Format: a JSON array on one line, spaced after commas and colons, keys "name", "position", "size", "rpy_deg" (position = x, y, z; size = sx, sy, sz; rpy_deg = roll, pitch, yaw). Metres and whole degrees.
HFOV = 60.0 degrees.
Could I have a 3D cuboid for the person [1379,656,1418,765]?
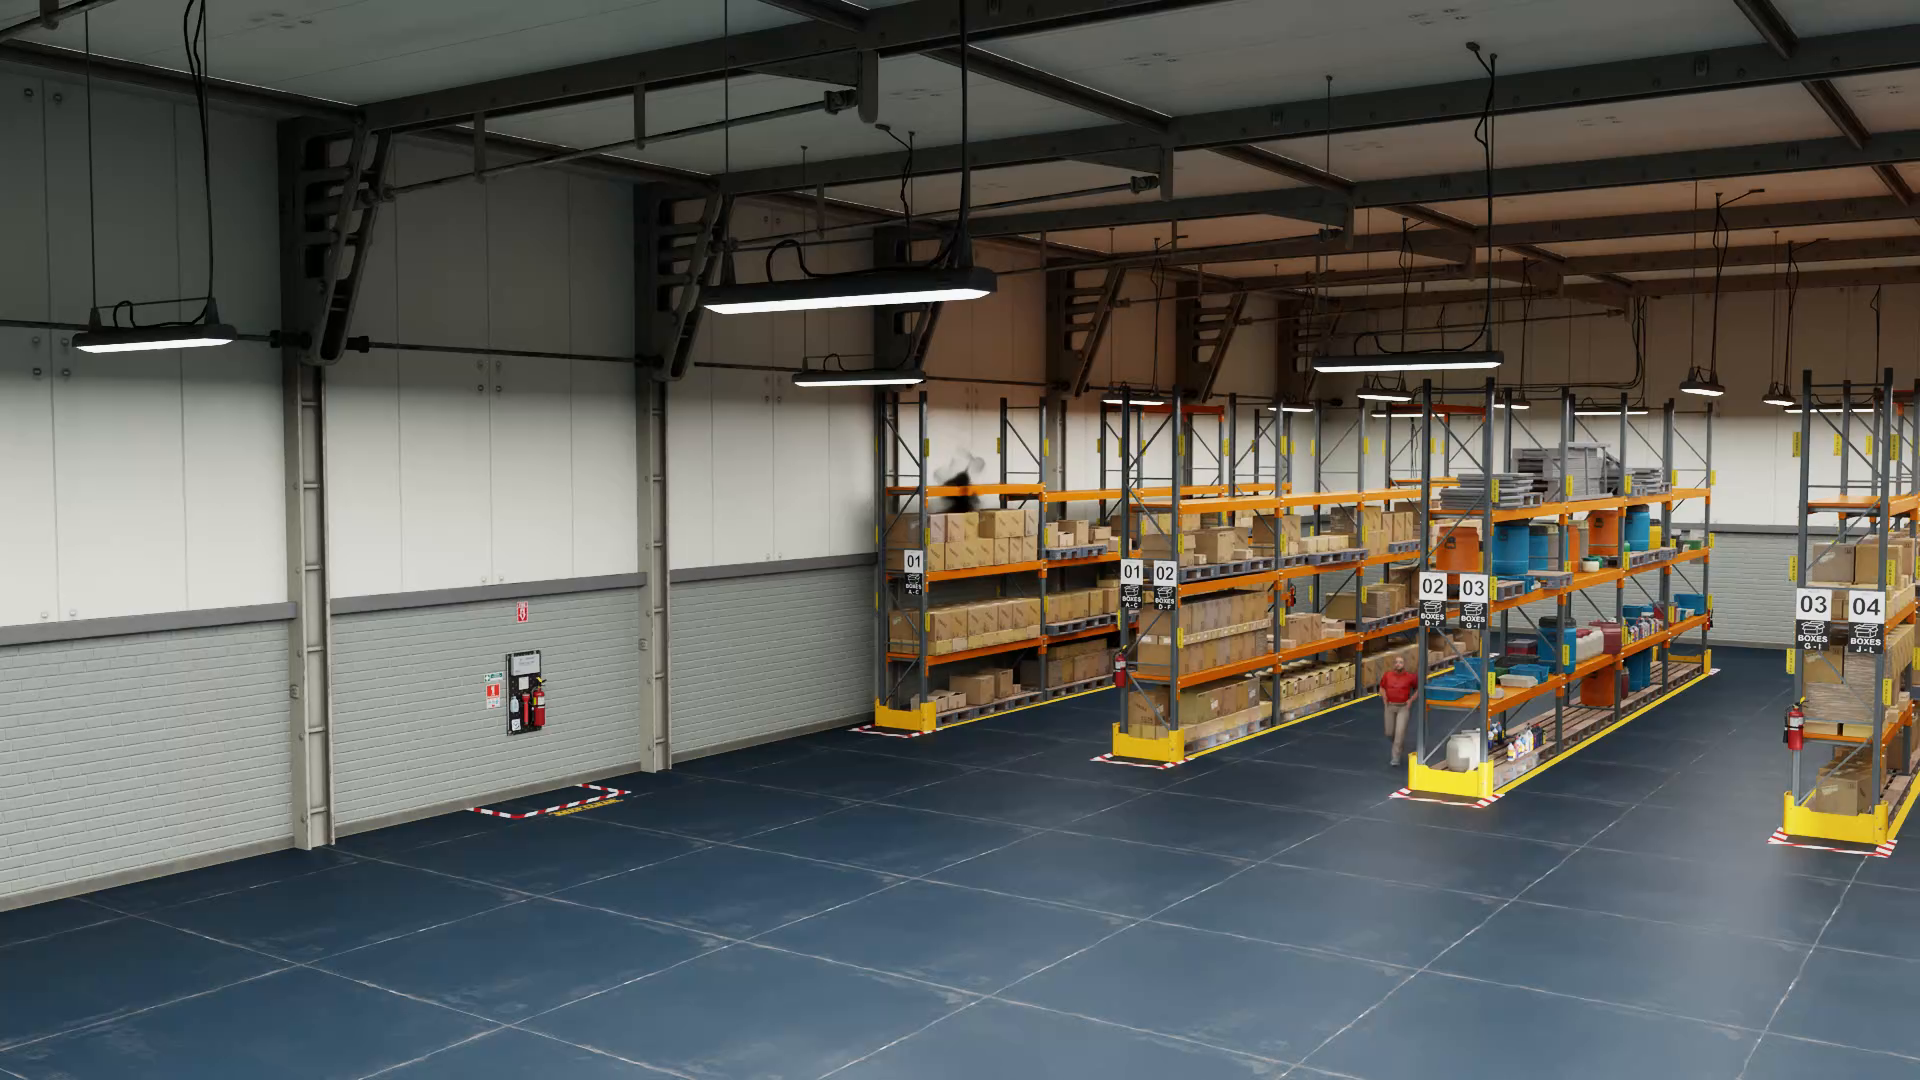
[{"name": "person", "position": [6.980, 2.684, 26.415], "size": [0.660, 1.699, 0.772], "rpy_deg": [2, 4, 25]}]
